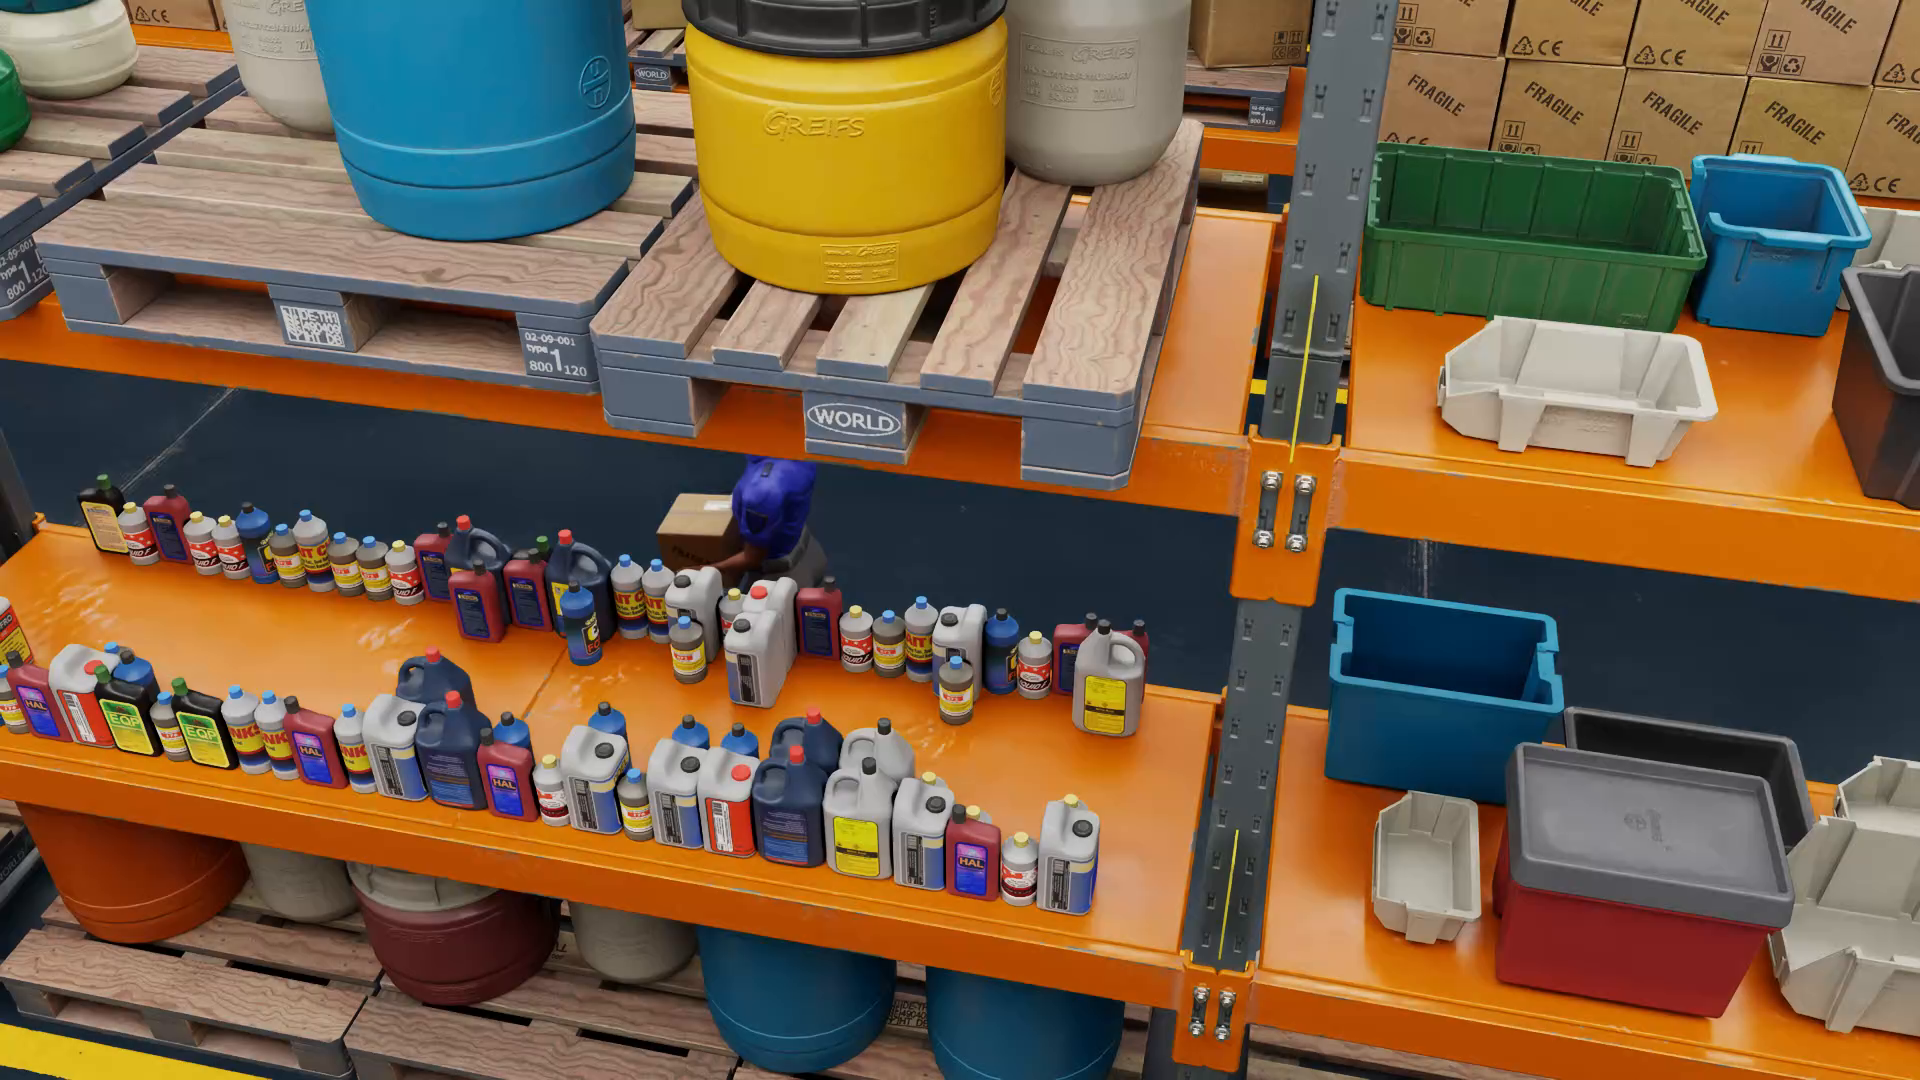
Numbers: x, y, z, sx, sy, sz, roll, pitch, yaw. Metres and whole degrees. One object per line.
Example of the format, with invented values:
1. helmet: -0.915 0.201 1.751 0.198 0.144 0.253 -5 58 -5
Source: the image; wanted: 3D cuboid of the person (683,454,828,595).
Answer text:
1. person: -0.733 0.127 5.981 0.475 1.659 0.470 7 37 9
